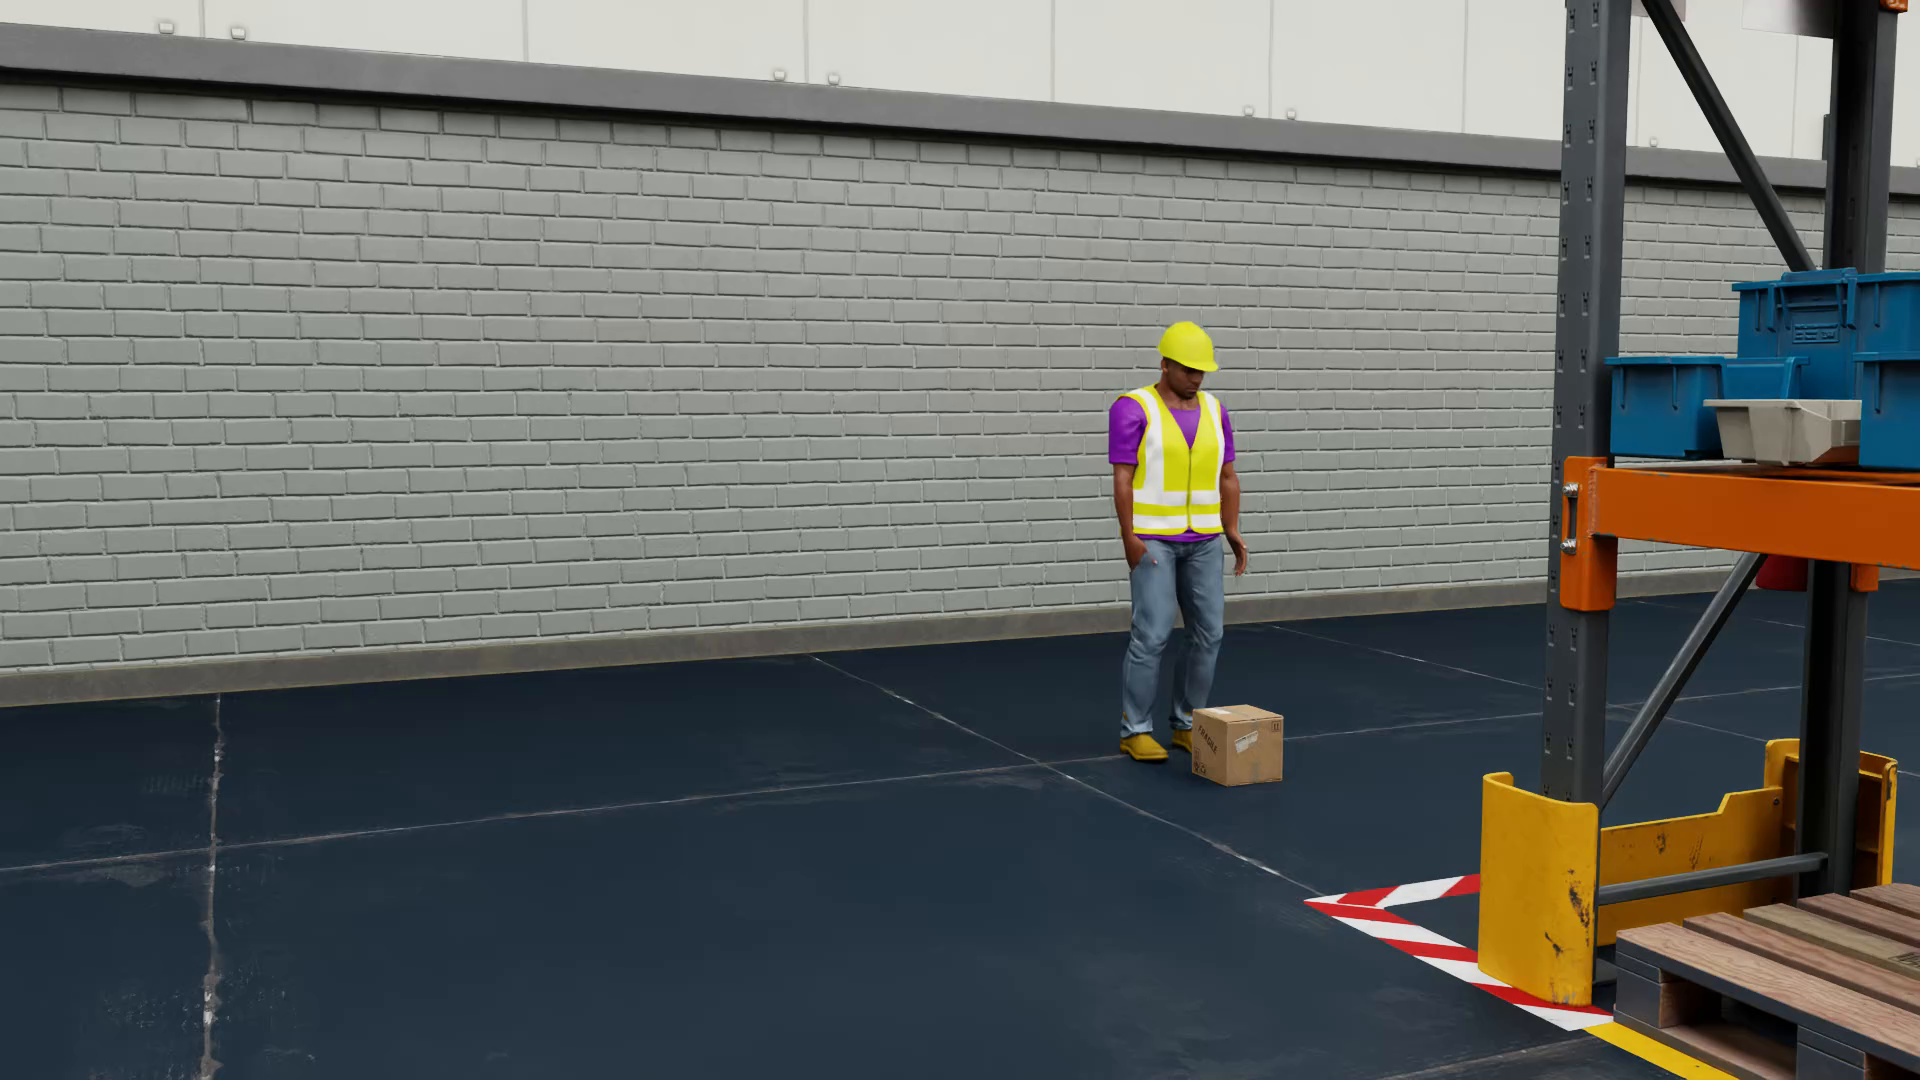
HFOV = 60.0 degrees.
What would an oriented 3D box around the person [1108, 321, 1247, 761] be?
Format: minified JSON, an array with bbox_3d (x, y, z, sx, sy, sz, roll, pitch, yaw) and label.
[{"bbox_3d":[0.882,0.000,6.729,0.573,1.754,0.384,-2,6,-23],"label":"person"}]
